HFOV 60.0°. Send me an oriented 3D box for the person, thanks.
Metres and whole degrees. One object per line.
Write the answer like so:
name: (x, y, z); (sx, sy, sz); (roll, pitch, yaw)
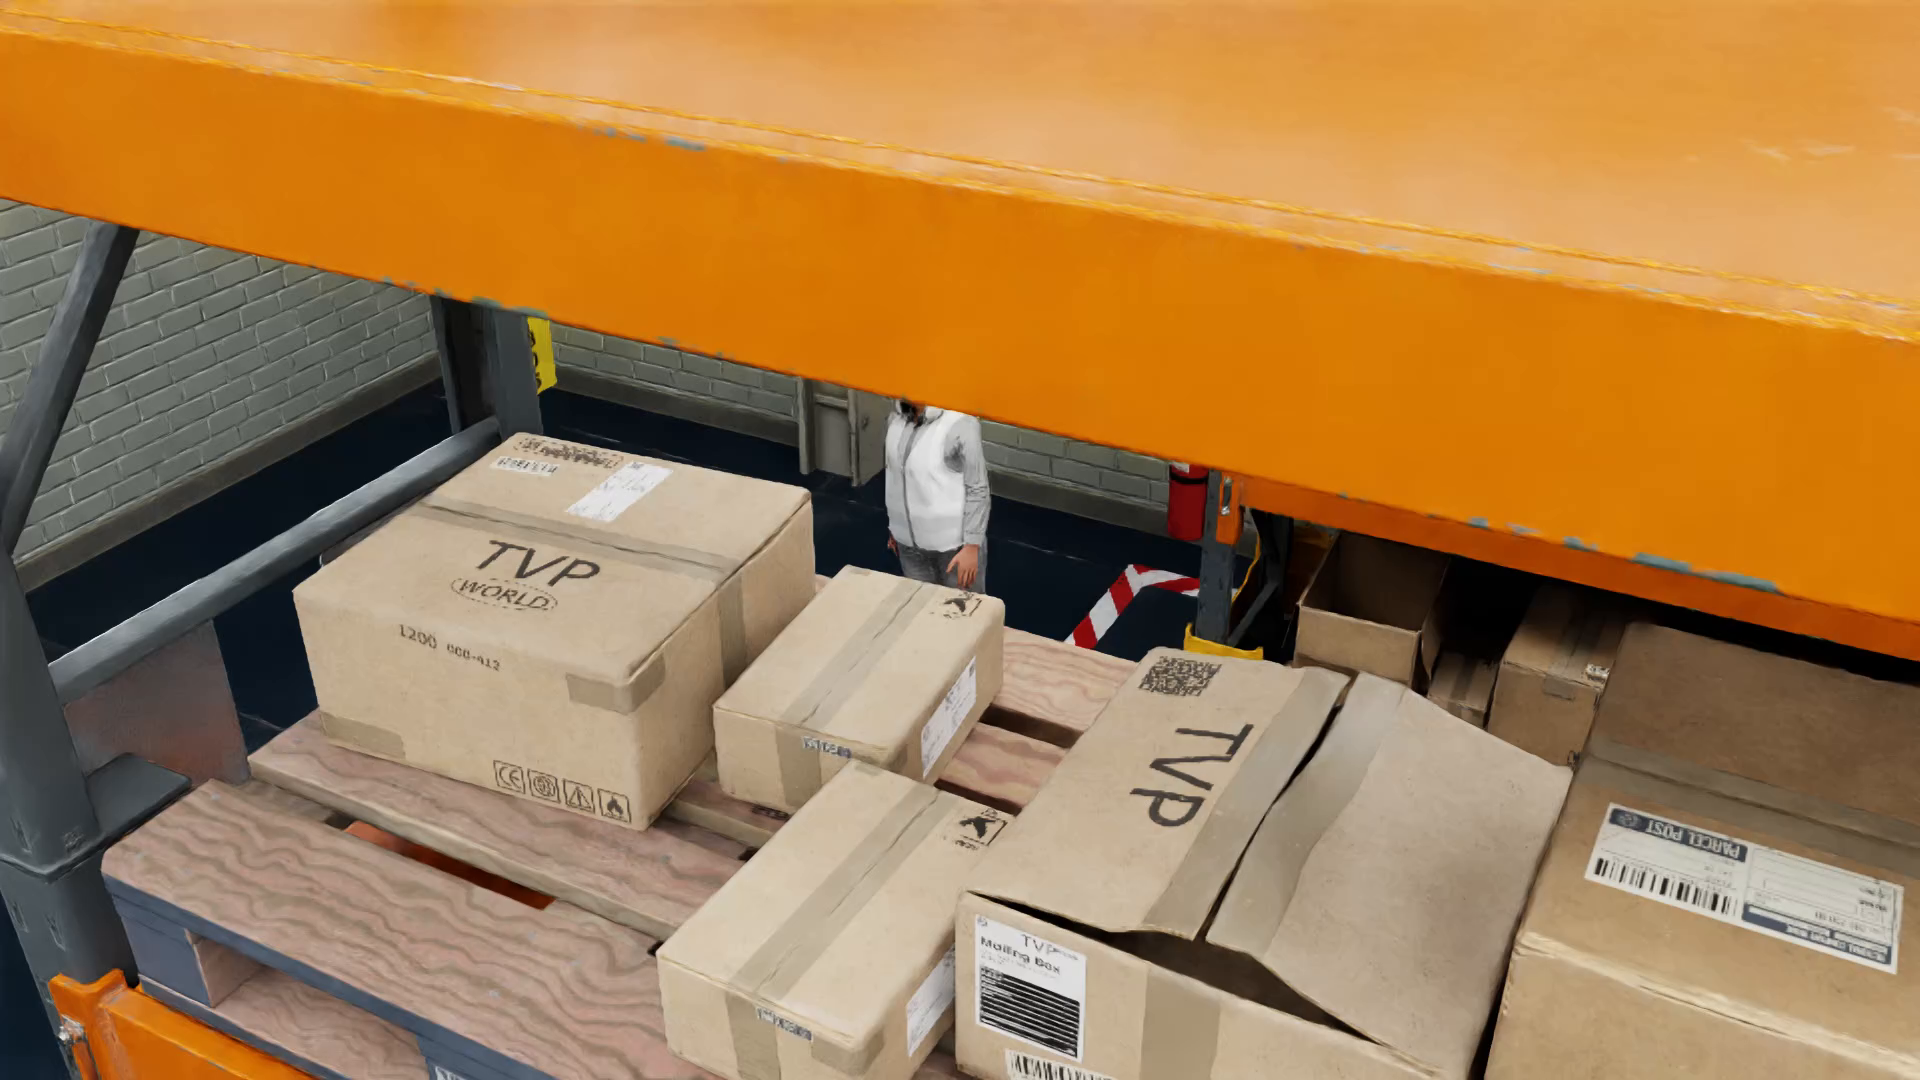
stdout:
person: (-0.078, -0.052, 7.222); (0.575, 1.744, 0.614); (18, 35, 29)
